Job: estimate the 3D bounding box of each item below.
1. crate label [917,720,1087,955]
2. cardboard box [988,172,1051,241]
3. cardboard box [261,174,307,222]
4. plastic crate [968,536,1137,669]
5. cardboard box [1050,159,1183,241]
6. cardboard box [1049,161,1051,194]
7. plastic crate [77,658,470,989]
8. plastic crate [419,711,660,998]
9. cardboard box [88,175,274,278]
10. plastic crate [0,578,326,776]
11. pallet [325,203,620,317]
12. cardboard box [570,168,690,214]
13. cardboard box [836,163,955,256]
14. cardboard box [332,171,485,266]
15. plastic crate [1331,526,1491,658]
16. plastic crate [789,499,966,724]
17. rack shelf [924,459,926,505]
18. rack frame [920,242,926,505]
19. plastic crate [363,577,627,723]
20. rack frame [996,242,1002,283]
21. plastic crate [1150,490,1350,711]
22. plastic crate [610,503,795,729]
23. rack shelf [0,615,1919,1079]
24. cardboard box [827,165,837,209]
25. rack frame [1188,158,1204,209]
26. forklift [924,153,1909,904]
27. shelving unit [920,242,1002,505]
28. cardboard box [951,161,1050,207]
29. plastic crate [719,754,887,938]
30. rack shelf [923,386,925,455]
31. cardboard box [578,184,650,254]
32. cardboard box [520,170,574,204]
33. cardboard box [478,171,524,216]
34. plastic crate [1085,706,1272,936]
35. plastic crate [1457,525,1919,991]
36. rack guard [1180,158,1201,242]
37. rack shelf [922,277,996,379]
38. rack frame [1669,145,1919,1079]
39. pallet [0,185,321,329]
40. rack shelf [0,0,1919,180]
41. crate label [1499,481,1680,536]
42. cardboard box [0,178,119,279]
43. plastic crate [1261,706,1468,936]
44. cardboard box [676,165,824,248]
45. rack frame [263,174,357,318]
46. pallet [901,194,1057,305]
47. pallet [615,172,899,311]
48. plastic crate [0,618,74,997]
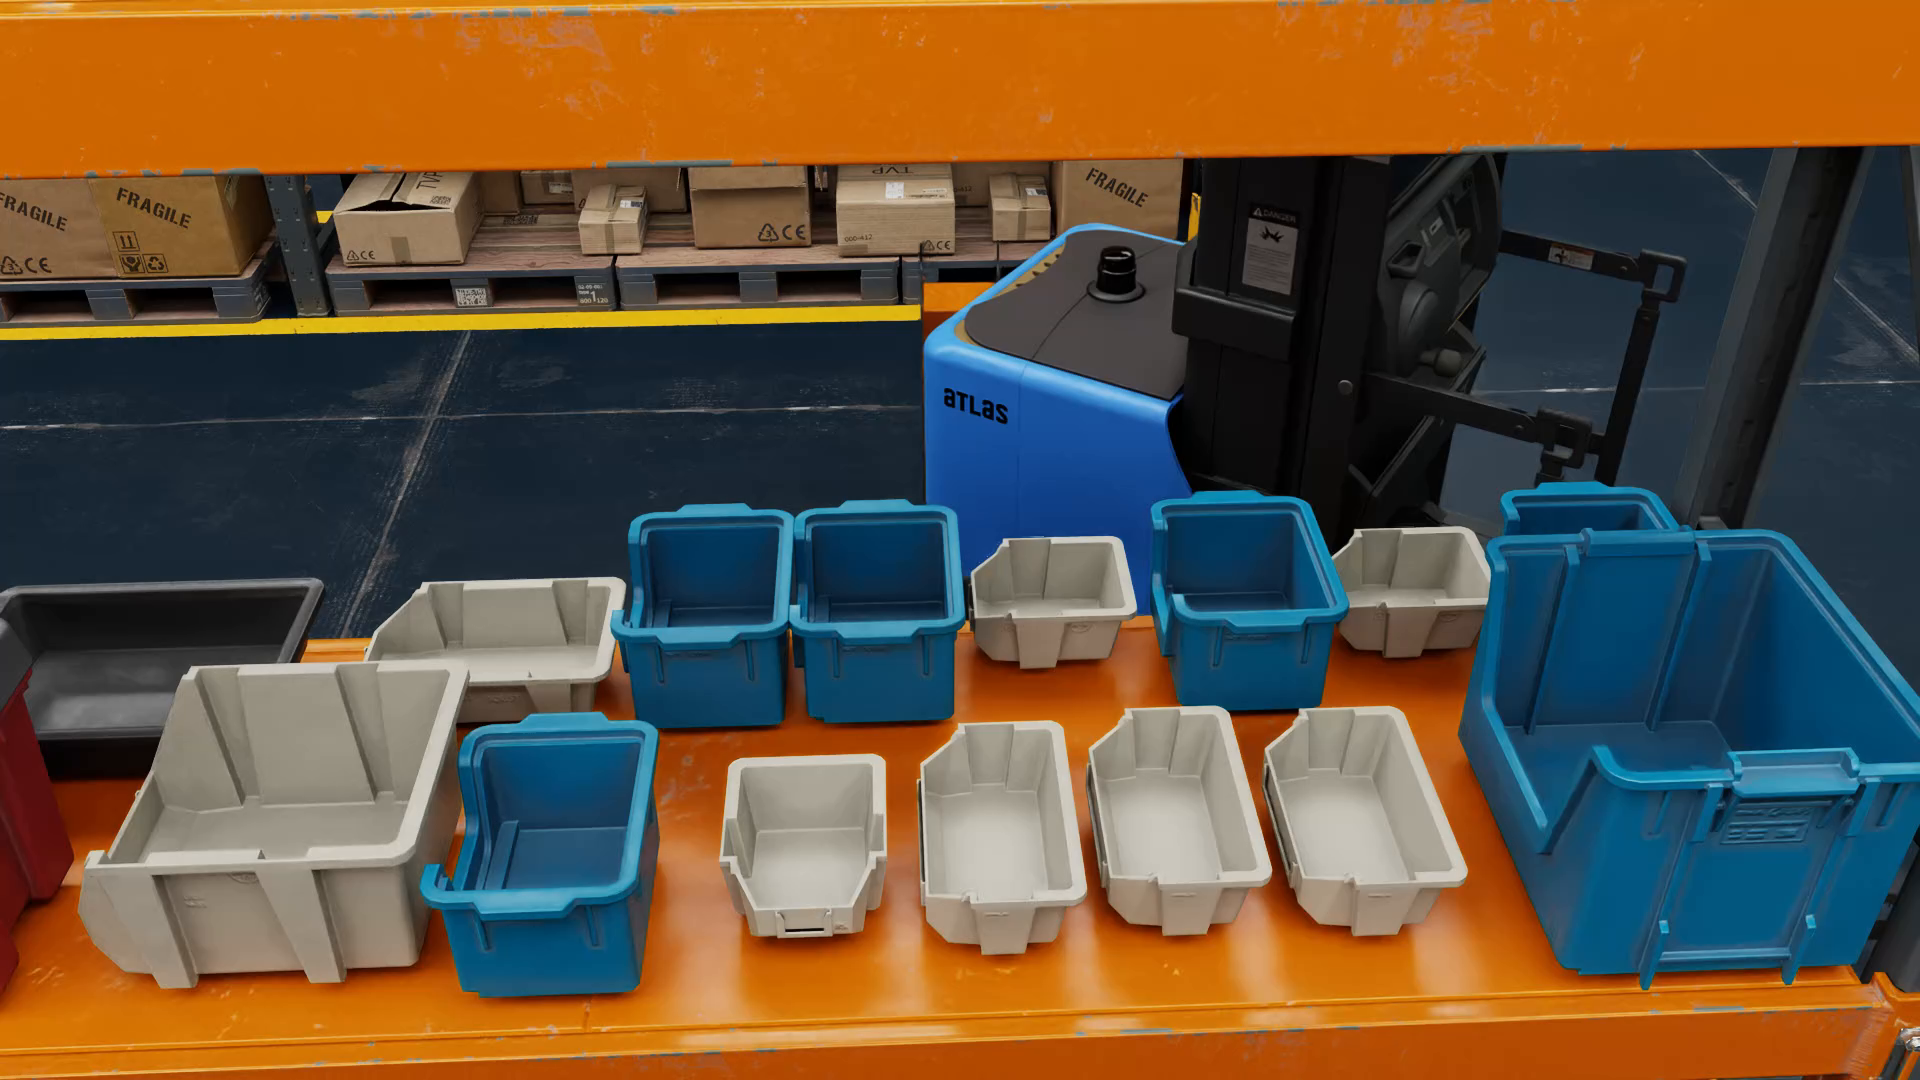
[{"bbox_3d":[0.057,0.469,2.615,0.243,0.136,0.396,-2,35,-2],"label":"crate label"},{"bbox_3d":[0.259,-1.478,7.353,0.250,0.166,0.380,-2,35,-2],"label":"cardboard box"},{"bbox_3d":[-3.291,-1.747,7.449,0.500,0.500,0.500,-3,35,-4],"label":"cardboard box"},{"bbox_3d":[0.166,0.123,3.116,0.298,0.136,0.250,-2,35,-2],"label":"plastic crate"},{"bbox_3d":[0.668,-1.575,7.200,0.500,0.500,0.500,-2,35,-2],"label":"cardboard box"},{"bbox_3d":[0.515,-1.770,7.774,0.250,0.166,0.380,-2,35,-2],"label":"cardboard box"},{"bbox_3d":[-1.031,0.435,2.537,0.530,0.282,0.437,-2,35,-2],"label":"plastic crate"},{"bbox_3d":[-0.609,0.485,2.508,0.300,0.233,0.416,-2,35,-2],"label":"plastic crate"},{"bbox_3d":[-3.276,-1.445,7.013,0.500,0.500,0.500,-2,35,-2],"label":"cardboard box"},{"bbox_3d":[-1.460,0.253,2.938,0.590,0.125,0.437,-2,35,-2],"label":"plastic crate"},{"bbox_3d":[-2.110,-1.340,7.501,1.213,0.211,1.003,-2,35,-2],"label":"pallet"},{"bbox_3d":[-1.491,-1.741,7.605,0.500,0.311,0.500,-2,35,-2],"label":"cardboard box"},{"bbox_3d":[-0.283,-1.463,7.258,0.500,0.250,0.500,-2,35,-2],"label":"cardboard box"},{"bbox_3d":[-2.367,-1.432,7.160,0.500,0.311,0.500,-2,35,-2],"label":"cardboard box"},{"bbox_3d":[0.844,0.104,3.142,0.298,0.136,0.250,-2,35,-2],"label":"plastic crate"},{"bbox_3d":[-0.147,0.139,3.008,0.300,0.233,0.416,-2,35,-2],"label":"plastic crate"},{"bbox_3d":[0.000,-0.217,5.648,0.240,0.259,0.215,-1,35,-1],"label":"rack shelf"},{"bbox_3d":[-0.122,-0.453,5.483,0.008,1.050,0.200,-1,35,-1],"label":"rack frame"},{"bbox_3d":[-0.840,0.213,2.985,0.466,0.136,0.293,-2,35,-2],"label":"plastic crate"},{"bbox_3d":[0.122,-0.456,5.486,0.008,1.050,0.200,-1,35,-1],"label":"rack frame"},{"bbox_3d":[0.510,0.121,3.034,0.300,0.233,0.416,-2,35,-2],"label":"plastic crate"},{"bbox_3d":[-0.447,0.147,2.997,0.300,0.233,0.416,-2,35,-2],"label":"plastic crate"},{"bbox_3d":[-0.568,0.589,2.895,4.000,0.370,1.077,-2,35,-2],"label":"rack shelf"},{"bbox_3d":[-0.356,-1.746,7.667,0.500,0.250,0.500,-2,35,-2],"label":"cardboard box"},{"bbox_3d":[1.199,-2.576,6.837,0.127,3.000,1.000,-2,35,-2],"label":"rack frame"},{"bbox_3d":[1.406,-0.693,4.176,3.031,2.935,1.130,19,39,25],"label":"forklift"},{"bbox_3d":[0.000,-0.455,5.484,0.252,1.050,0.215,-1,35,-1],"label":"shelving unit"},{"bbox_3d":[0.143,-1.760,7.687,0.500,0.250,0.500,-2,35,-2],"label":"cardboard box"},{"bbox_3d":[-0.238,0.488,2.589,0.250,0.136,0.298,-2,35,-2],"label":"plastic crate"},{"bbox_3d":[0.000,-0.446,5.490,0.240,0.259,0.215,-1,35,-1],"label":"rack shelf"},{"bbox_3d":[-1.503,-1.402,7.243,0.250,0.166,0.380,-2,35,-2],"label":"cardboard box"},{"bbox_3d":[-1.869,-1.698,7.686,0.250,0.149,0.380,-2,35,-2],"label":"cardboard box"},{"bbox_3d":[-2.241,-1.798,7.522,0.500,0.500,0.500,-2,35,-2],"label":"cardboard box"},{"bbox_3d":[0.334,0.448,2.646,0.243,0.136,0.396,-2,35,-2],"label":"plastic crate"},{"bbox_3d":[1.104,0.315,2.575,0.499,0.435,0.616,-2,35,-2],"label":"plastic crate"},{"bbox_3d":[1.123,-1.546,7.545,0.348,0.500,1.175,-2,35,-2],"label":"rack guard"},{"bbox_3d":[0.000,-0.679,5.329,0.240,0.259,0.215,-1,35,-1],"label":"rack shelf"},{"bbox_3d":[1.430,0.239,2.768,0.127,3.000,1.000,-2,35,-2],"label":"rack frame"},{"bbox_3d":[-3.607,-1.278,7.412,1.213,0.211,1.003,-2,35,-2],"label":"pallet"},{"bbox_3d":[-0.568,-0.644,2.041,4.000,0.370,1.077,-2,35,-2],"label":"rack shelf"},{"bbox_3d":[1.168,0.103,3.060,0.303,0.233,0.416,-2,35,-2],"label":"crate label"},{"bbox_3d":[-3.770,-1.437,7.000,0.500,0.500,0.500,-1,35,-2],"label":"cardboard box"},{"bbox_3d":[0.624,0.448,2.646,0.243,0.136,0.396,-2,35,-2],"label":"plastic crate"},{"bbox_3d":[-0.920,-1.677,7.344,0.637,0.503,0.797,-2,35,-2],"label":"cardboard box"},{"bbox_3d":[-2.796,-2.469,6.681,0.127,3.000,1.000,-2,35,-2],"label":"rack frame"},{"bbox_3d":[0.327,-1.406,7.596,1.213,0.211,1.003,-2,35,-2],"label":"pallet"},{"bbox_3d":[-0.889,-1.374,7.551,1.213,0.211,1.003,-2,35,-2],"label":"pallet"},{"bbox_3d":[-1.662,0.415,2.406,0.583,0.464,0.402,-2,35,-2],"label":"plastic crate"}]
